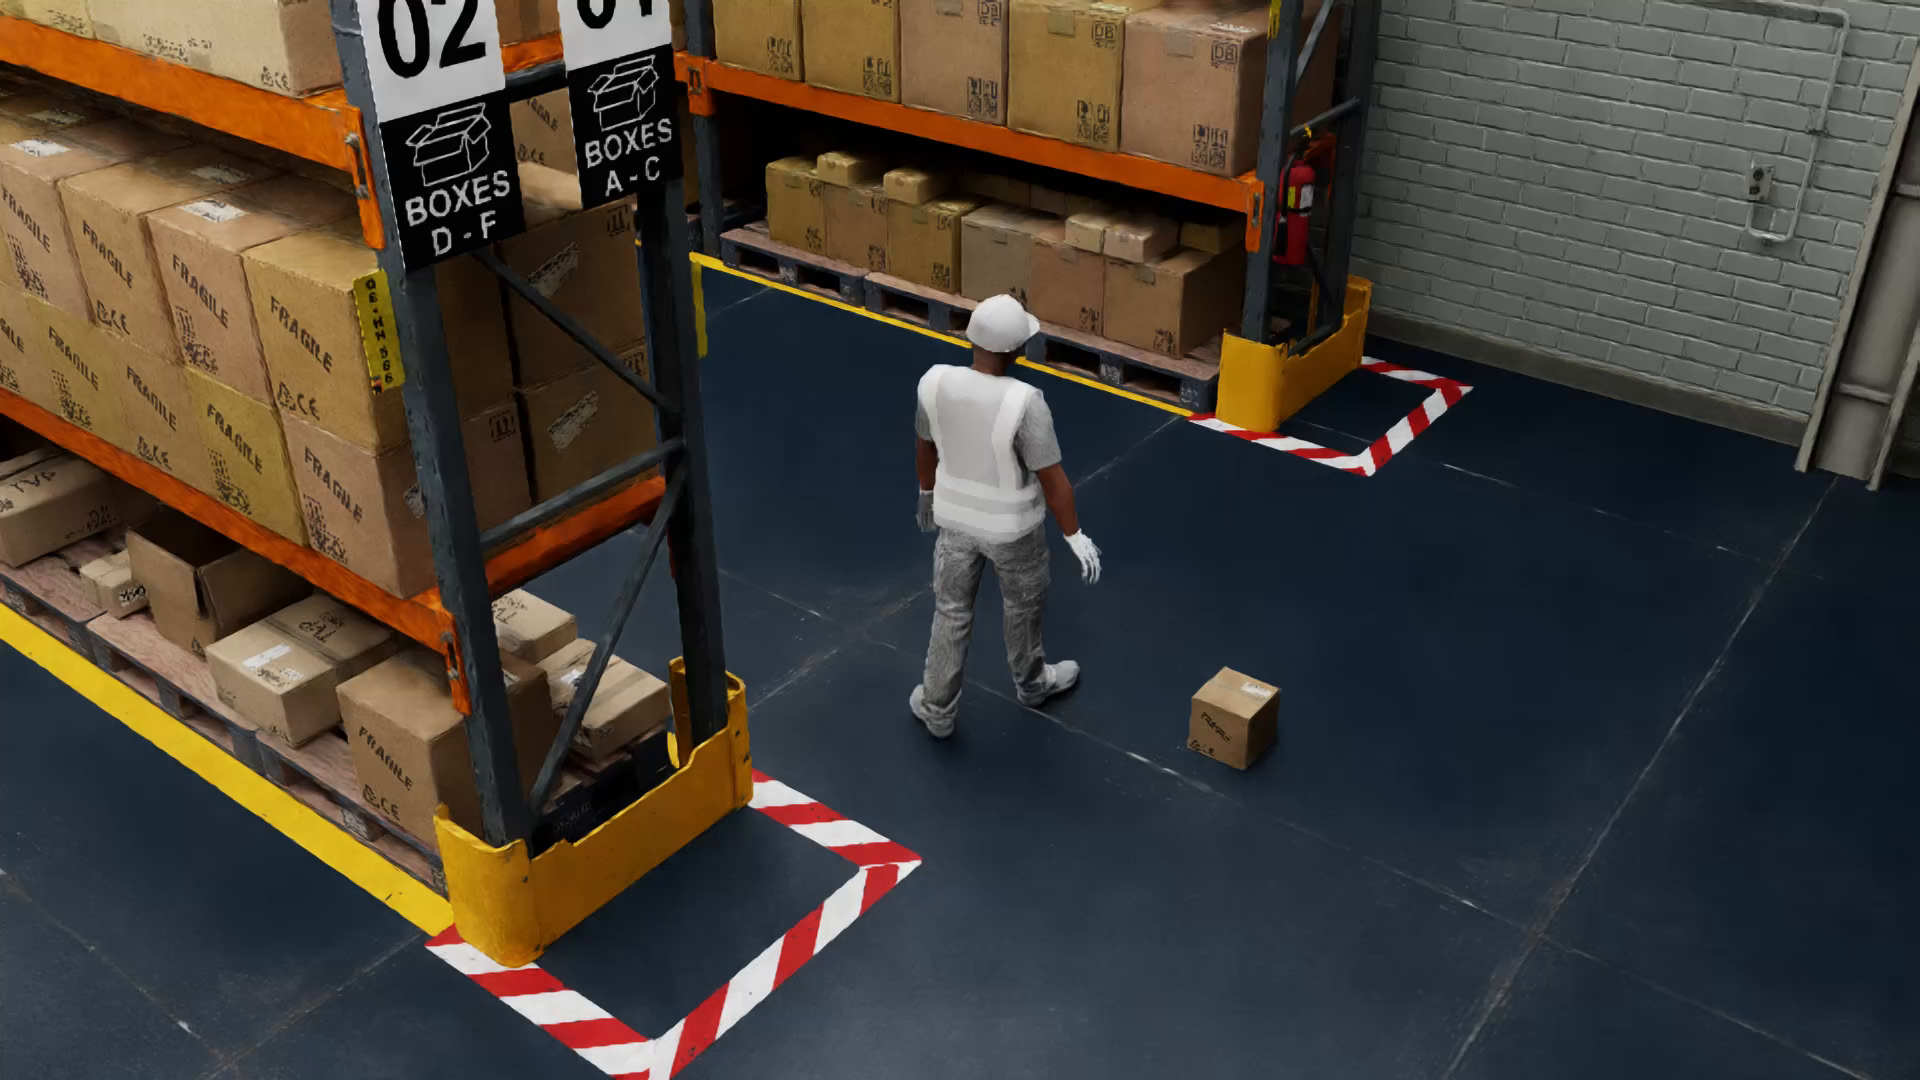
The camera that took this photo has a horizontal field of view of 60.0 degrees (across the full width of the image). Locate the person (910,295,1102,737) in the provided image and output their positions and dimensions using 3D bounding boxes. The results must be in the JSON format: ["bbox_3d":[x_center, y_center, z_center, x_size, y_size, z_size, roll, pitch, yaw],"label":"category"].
[{"bbox_3d":[0.192,-0.087,6.243,0.801,1.782,0.672,15,34,24],"label":"person"}]
